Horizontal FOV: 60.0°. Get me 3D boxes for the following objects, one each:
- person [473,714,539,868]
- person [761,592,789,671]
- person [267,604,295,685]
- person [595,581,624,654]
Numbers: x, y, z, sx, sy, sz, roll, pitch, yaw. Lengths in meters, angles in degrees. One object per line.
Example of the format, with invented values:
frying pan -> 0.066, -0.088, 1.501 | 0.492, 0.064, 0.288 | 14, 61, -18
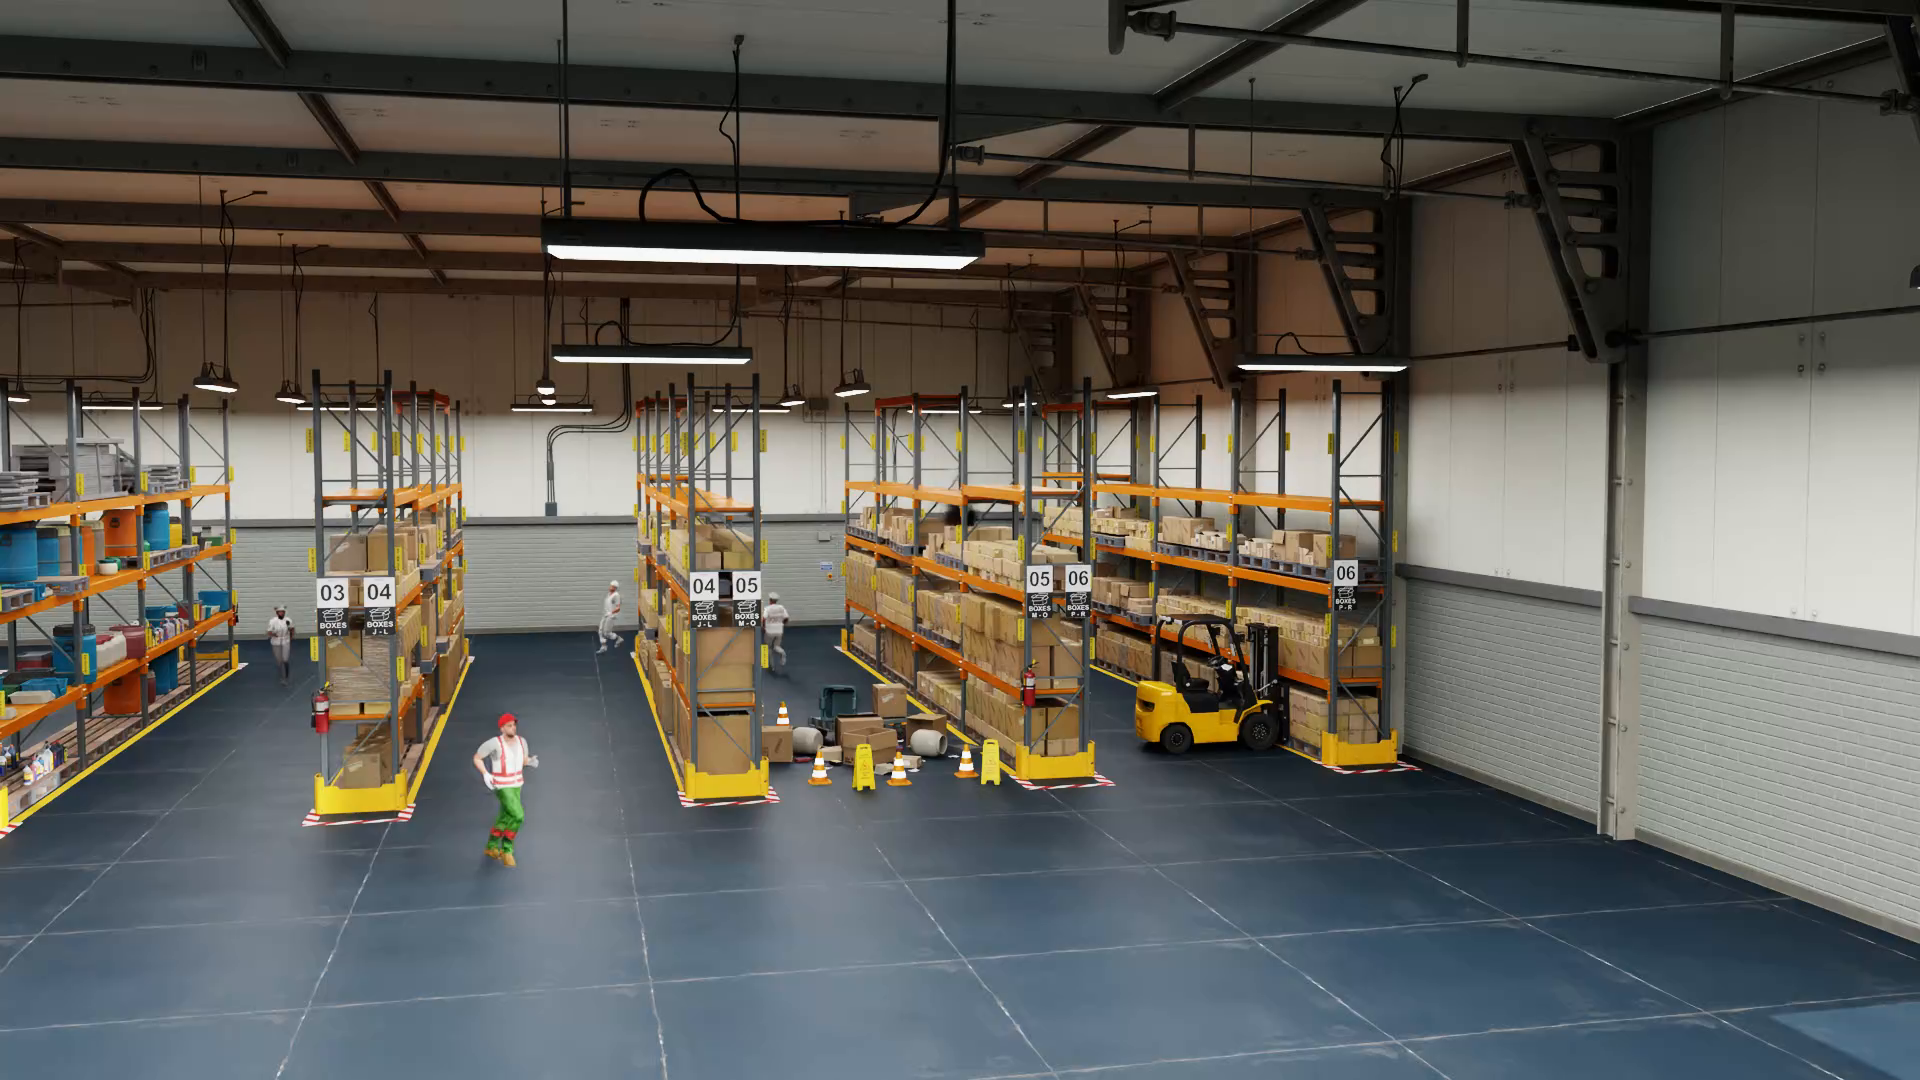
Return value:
person -> -5.374, 2.979, 19.842 | 0.749, 1.835, 0.616 | 2, 4, 29
person -> -4.104, 2.025, 36.617 | 0.663, 1.727, 0.708 | -2, 4, -28
person -> -14.068, 2.178, 34.462 | 0.552, 1.697, 0.652 | -1, 4, -24
person -> -8.356, 1.846, 39.774 | 0.703, 1.754, 0.722 | -2, 4, -34
